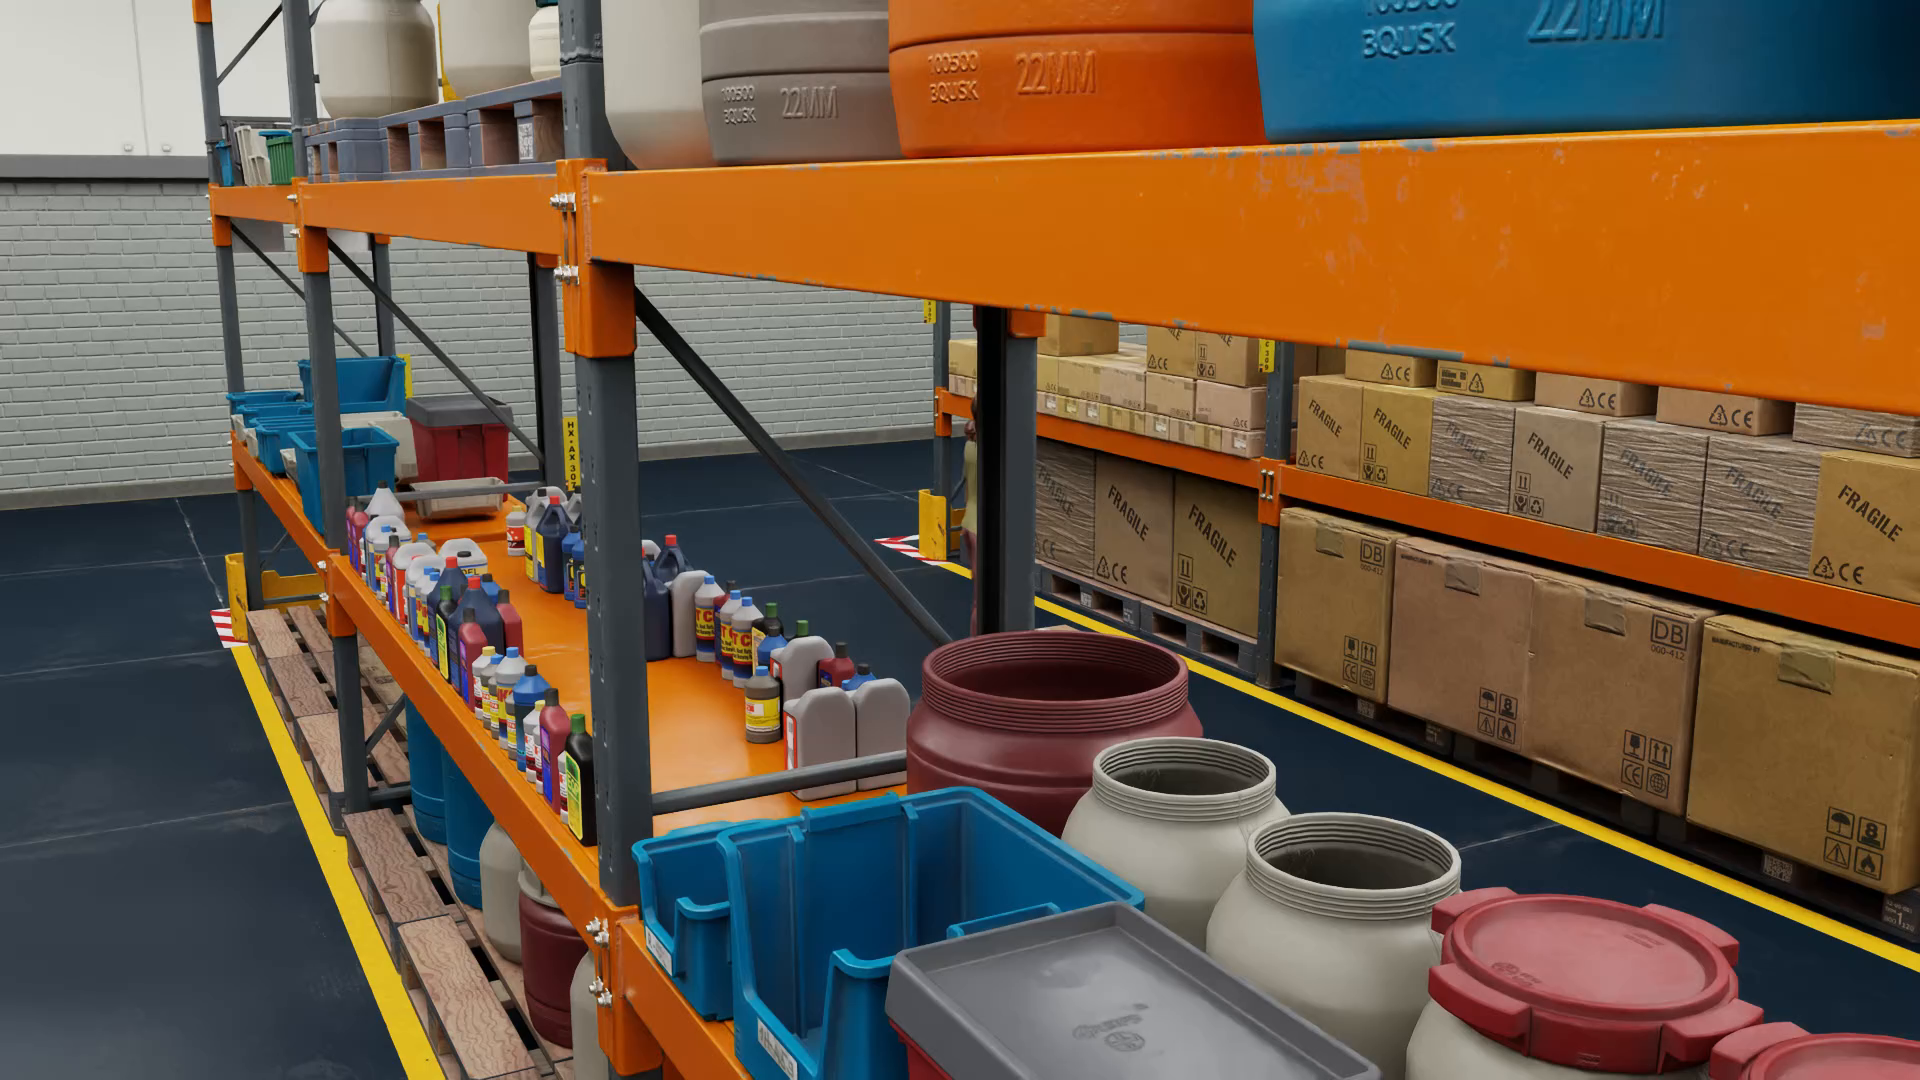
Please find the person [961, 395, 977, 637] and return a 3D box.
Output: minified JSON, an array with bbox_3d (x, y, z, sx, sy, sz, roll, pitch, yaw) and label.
[{"bbox_3d":[0.219,-0.015,9.431,0.442,1.674,0.491,-4,13,-20],"label":"person"}]
